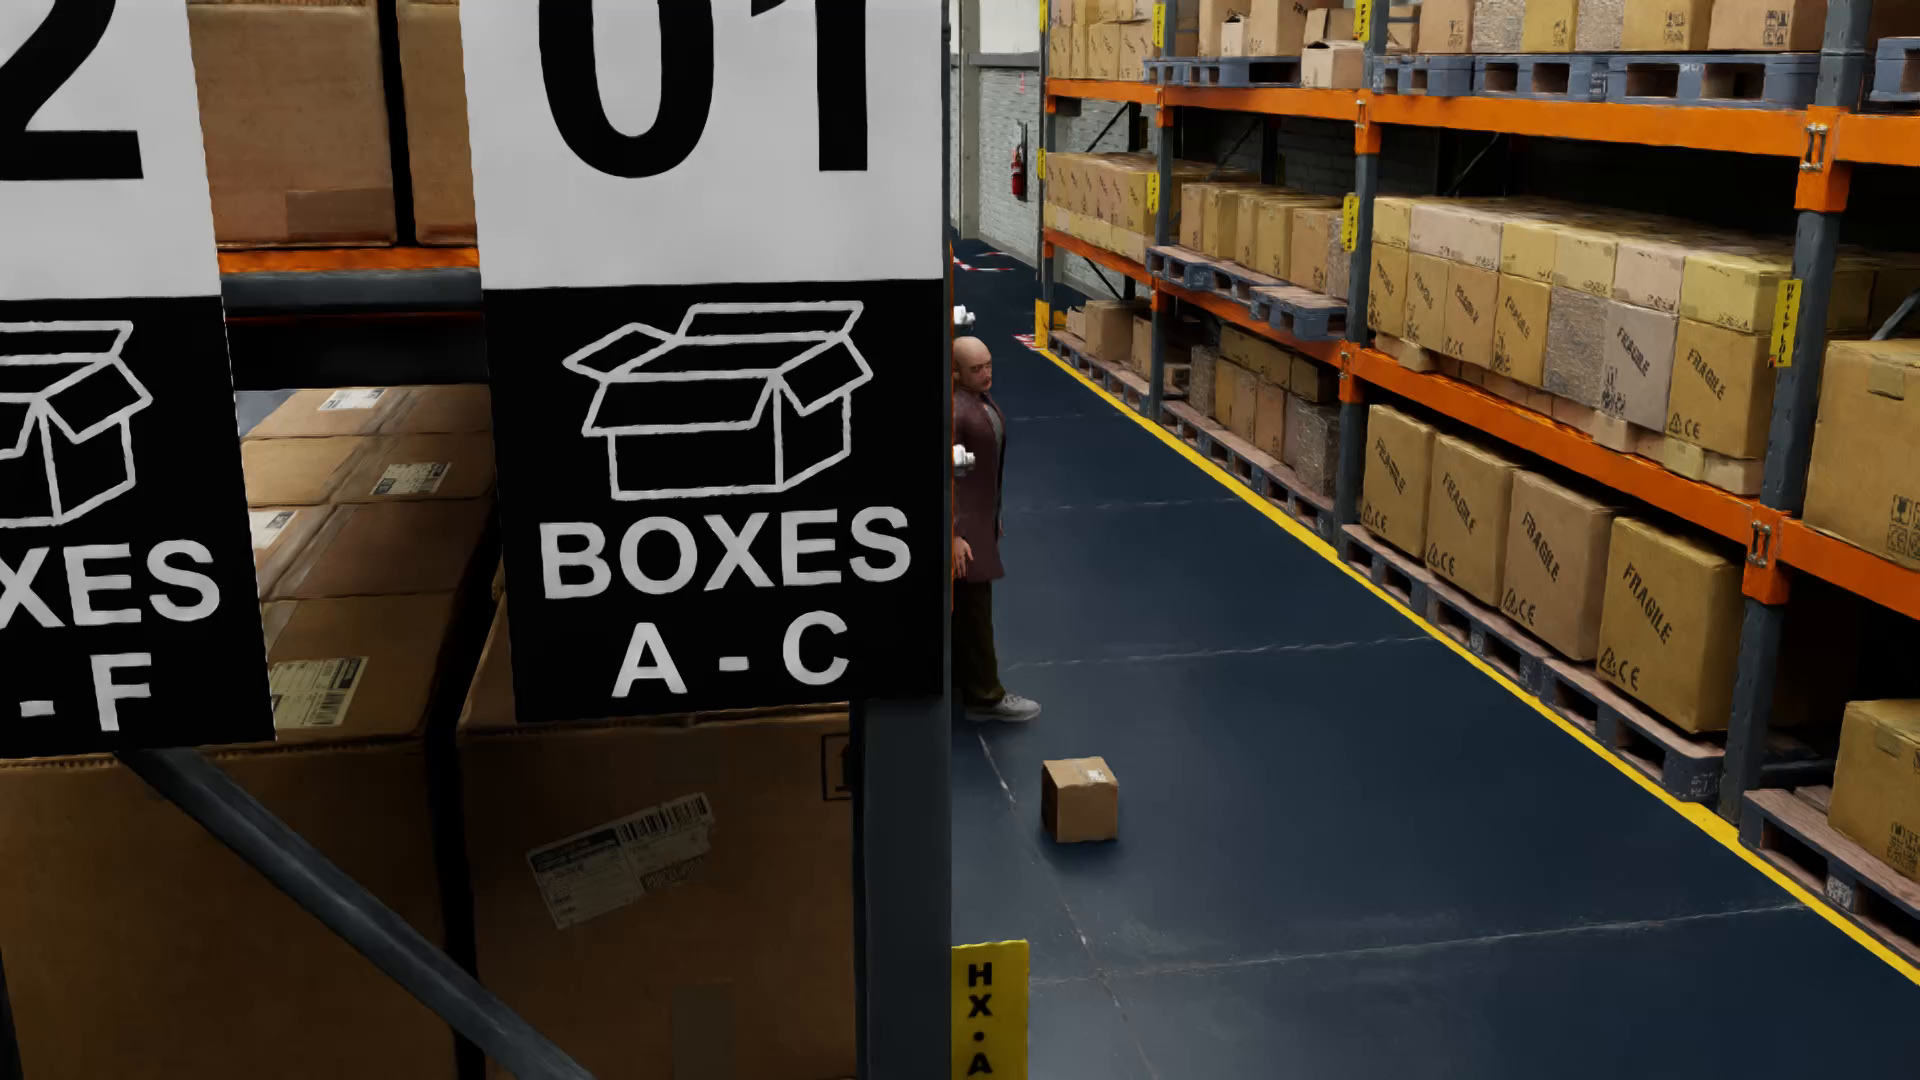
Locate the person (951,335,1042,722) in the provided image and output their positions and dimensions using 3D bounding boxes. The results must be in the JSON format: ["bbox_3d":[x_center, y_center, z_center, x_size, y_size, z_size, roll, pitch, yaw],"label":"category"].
[{"bbox_3d":[0.093,-0.052,7.639,0.636,1.777,0.683,4,17,12],"label":"person"}]
